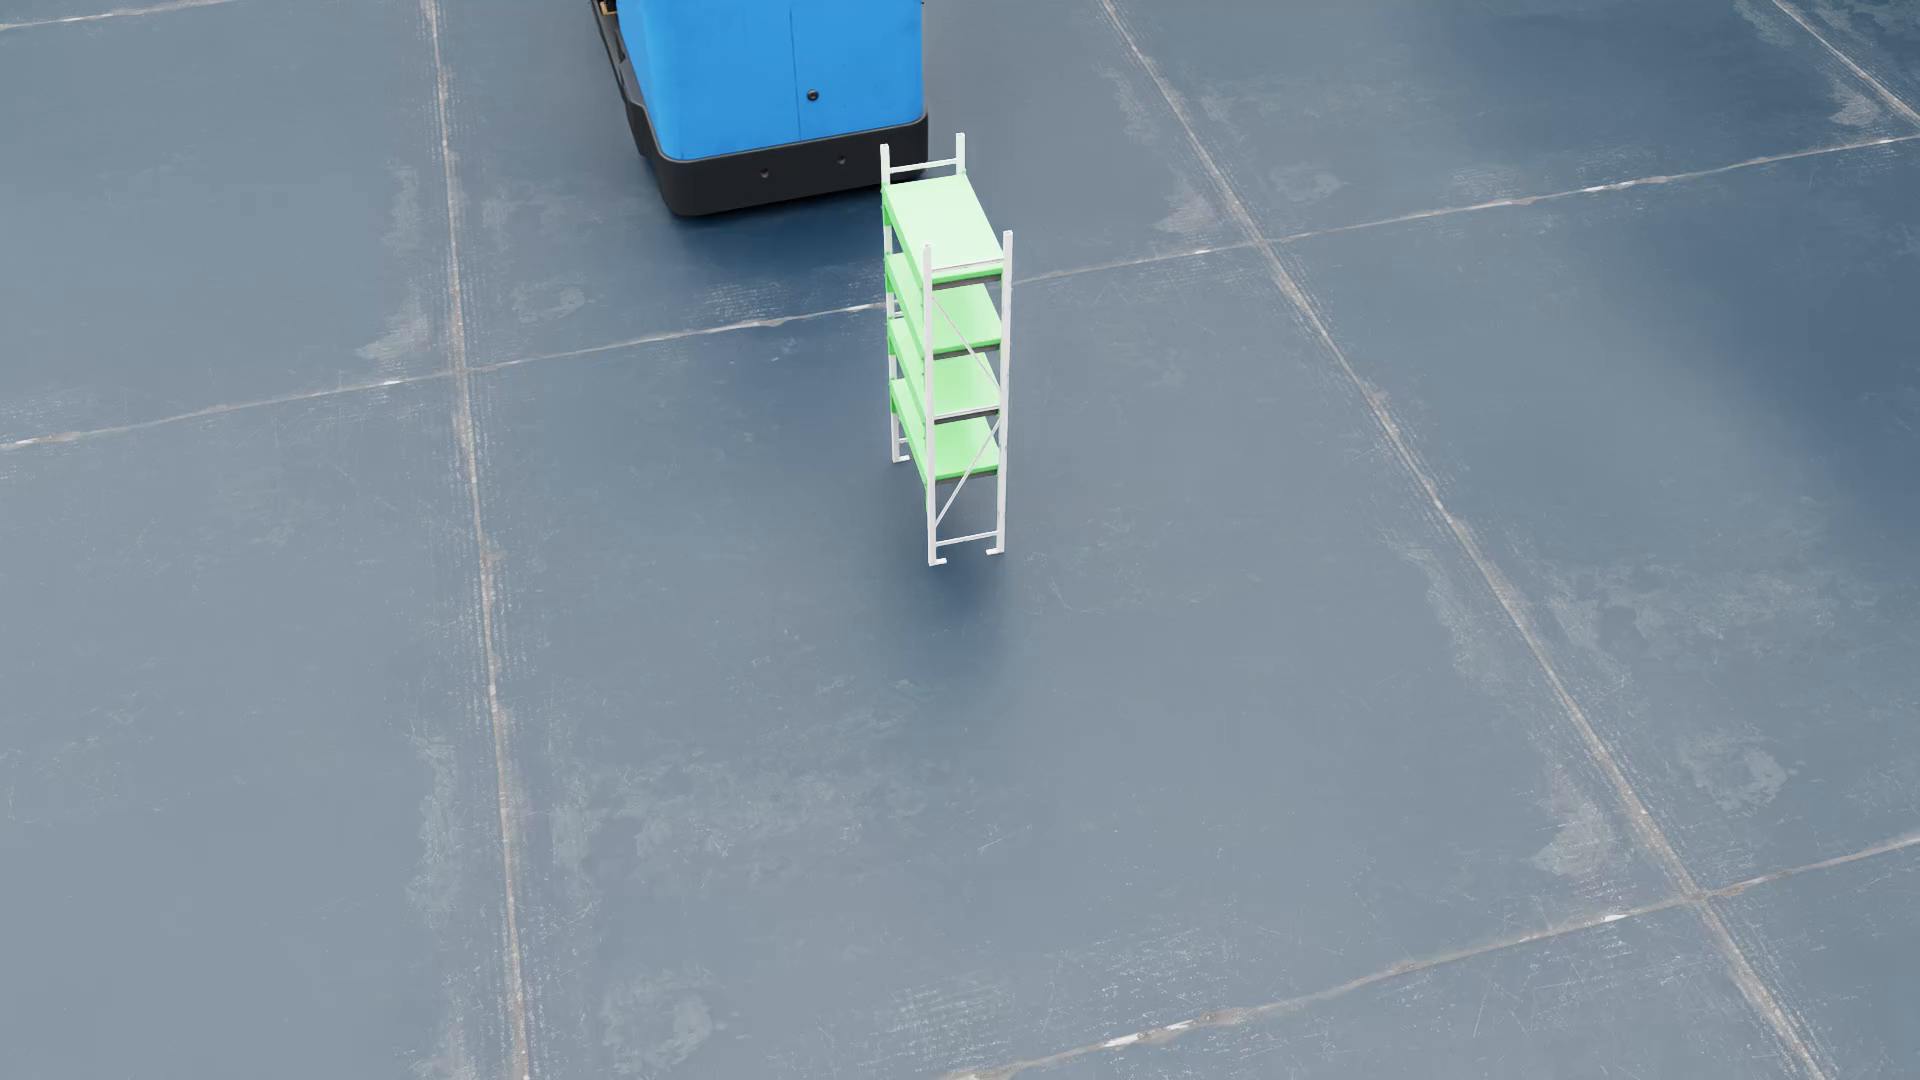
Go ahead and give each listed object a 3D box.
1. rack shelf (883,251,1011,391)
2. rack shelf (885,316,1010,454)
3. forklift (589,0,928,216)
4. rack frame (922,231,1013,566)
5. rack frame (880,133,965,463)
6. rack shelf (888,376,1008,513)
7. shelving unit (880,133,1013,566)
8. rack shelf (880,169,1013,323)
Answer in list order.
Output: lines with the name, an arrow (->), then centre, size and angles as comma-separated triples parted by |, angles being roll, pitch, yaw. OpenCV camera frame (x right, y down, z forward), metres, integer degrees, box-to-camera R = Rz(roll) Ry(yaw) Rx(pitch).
rack shelf -> -0.042, -0.658, 4.808 | 0.258, 0.148, 0.480 | -11, 47, -10
rack shelf -> -0.042, -0.490, 4.979 | 0.258, 0.148, 0.480 | -11, 47, -10
forklift -> -1.055, -3.339, 6.470 | 1.130, 2.935, 3.031 | -13, 47, -12
rack frame -> 0.020, -0.366, 4.768 | 0.240, 1.200, 0.015 | -11, 47, -10
rack frame -> -0.105, -0.703, 5.099 | 0.240, 1.200, 0.015 | -11, 47, -10
rack shelf -> -0.042, -0.322, 5.151 | 0.258, 0.148, 0.480 | -11, 47, -10
shelving unit -> -0.042, -0.534, 4.933 | 0.258, 1.200, 0.503 | -11, 47, -10
rack shelf -> -0.042, -0.825, 4.636 | 0.258, 0.148, 0.480 | -11, 47, -10
